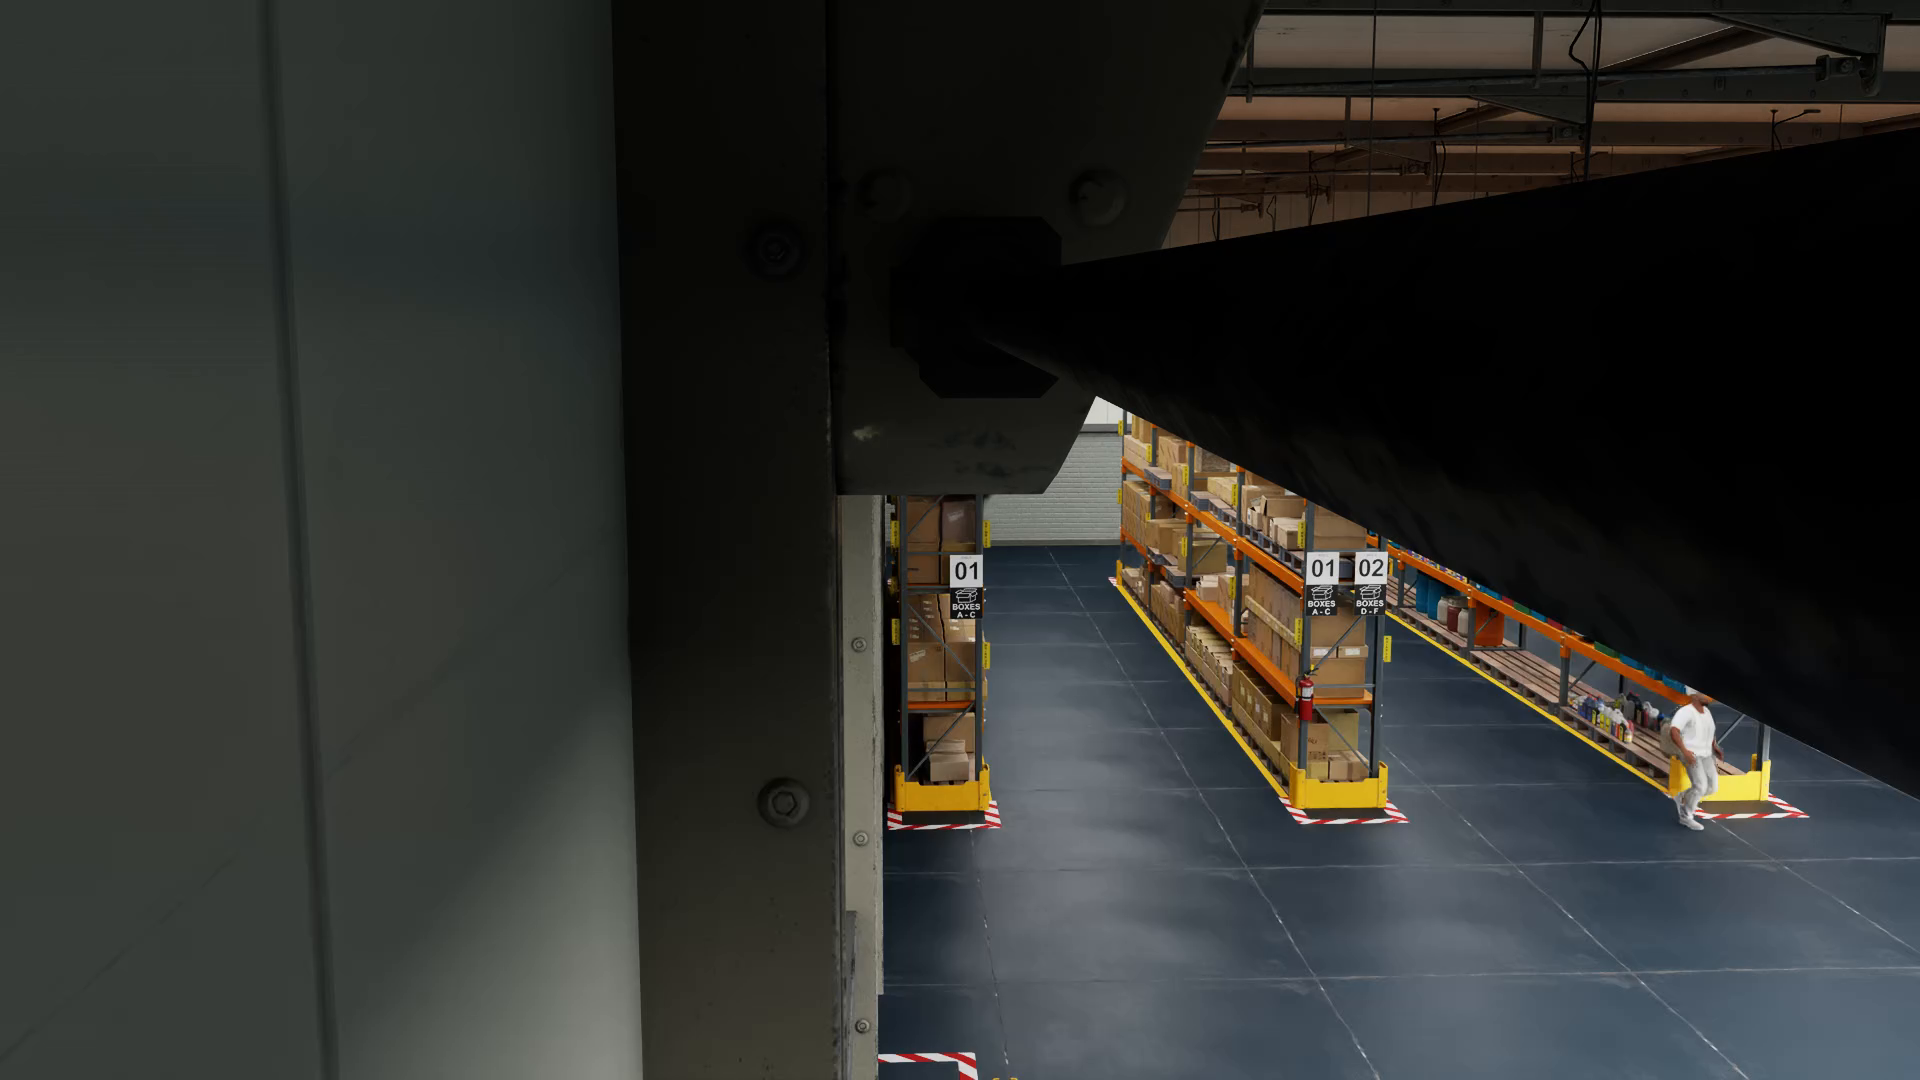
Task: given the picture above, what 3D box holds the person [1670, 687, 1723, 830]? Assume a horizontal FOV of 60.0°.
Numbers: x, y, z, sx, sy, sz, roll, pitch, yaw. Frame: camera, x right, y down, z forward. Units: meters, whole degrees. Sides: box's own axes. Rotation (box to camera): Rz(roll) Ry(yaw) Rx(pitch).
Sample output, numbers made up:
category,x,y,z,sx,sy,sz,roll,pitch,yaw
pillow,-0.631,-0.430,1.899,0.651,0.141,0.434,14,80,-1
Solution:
category,x,y,z,sx,sy,sz,roll,pitch,yaw
person,8.833,2.574,19.906,0.759,1.710,0.516,-5,10,-32
